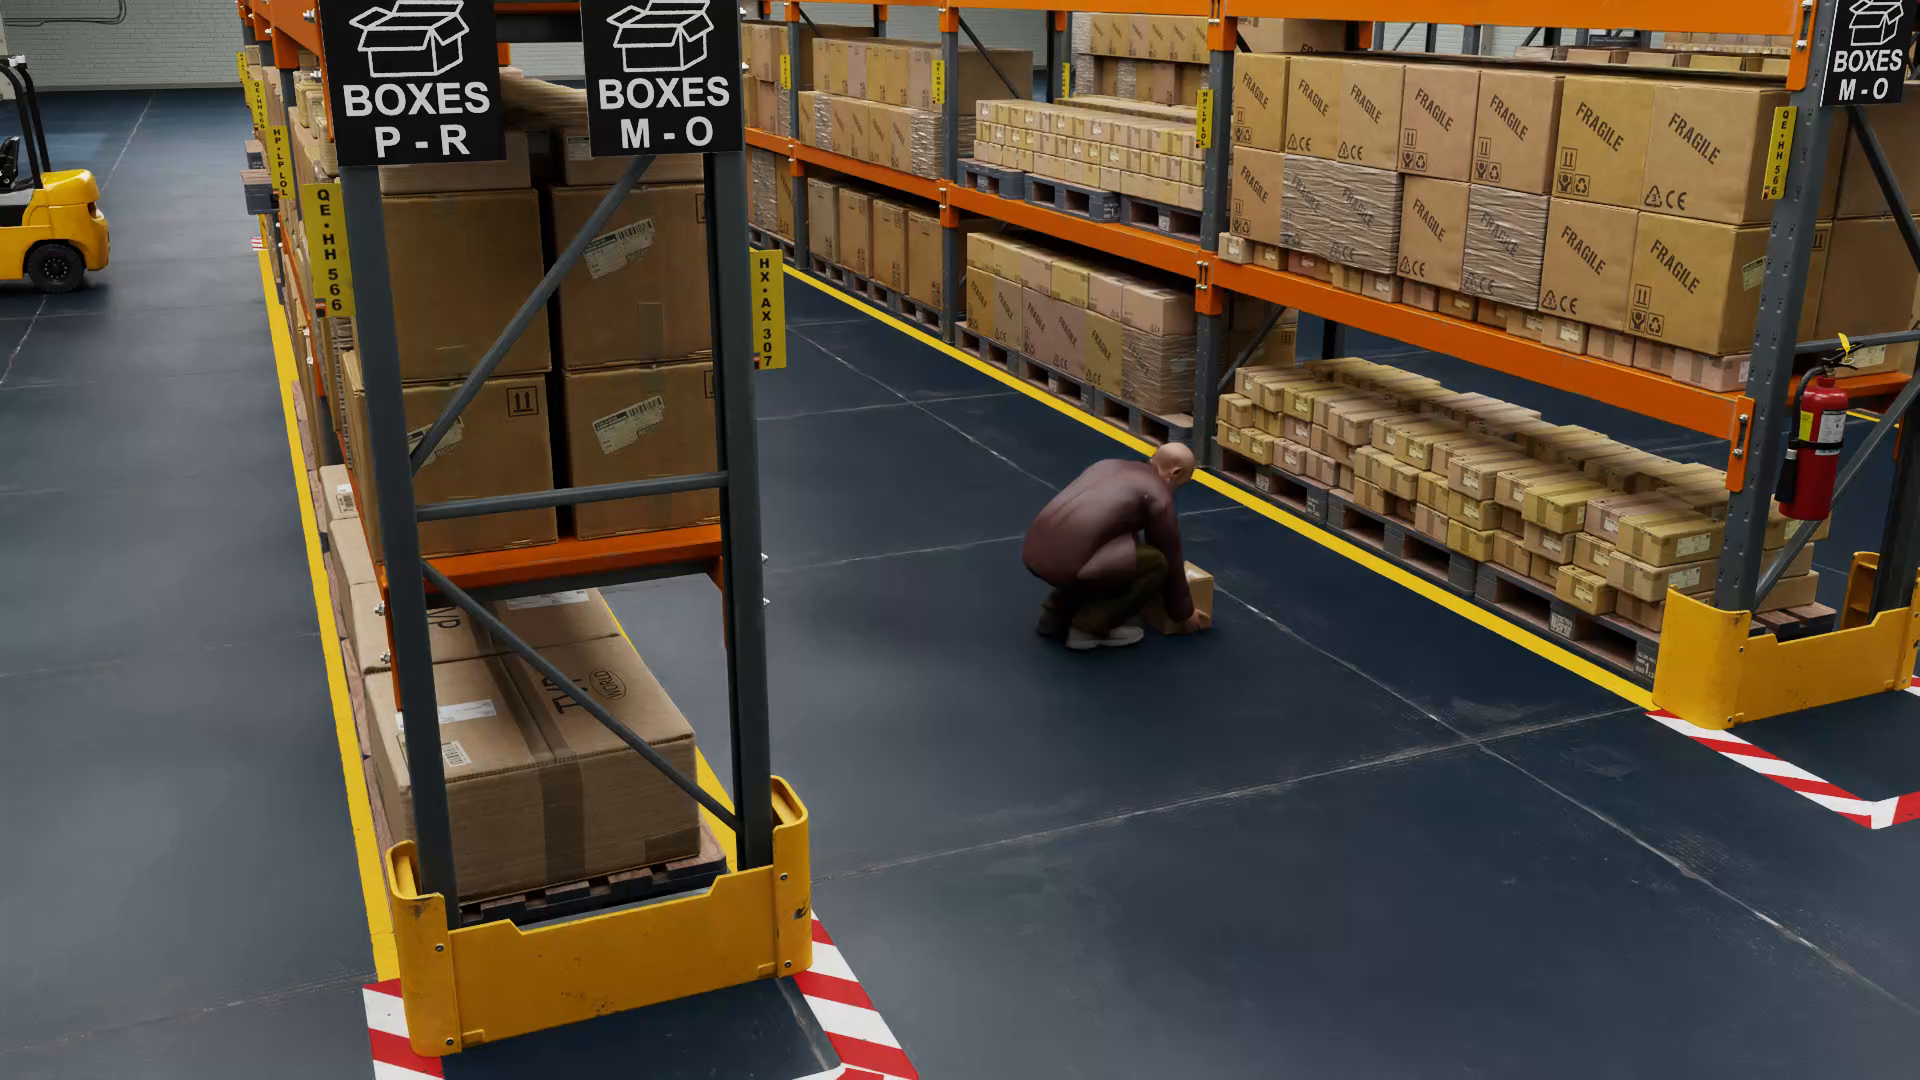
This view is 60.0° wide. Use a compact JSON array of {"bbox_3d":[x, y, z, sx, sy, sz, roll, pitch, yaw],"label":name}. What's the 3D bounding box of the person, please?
[{"bbox_3d":[0.686,0.045,7.486,0.873,0.898,0.589,-8,20,-22],"label":"person"}]
